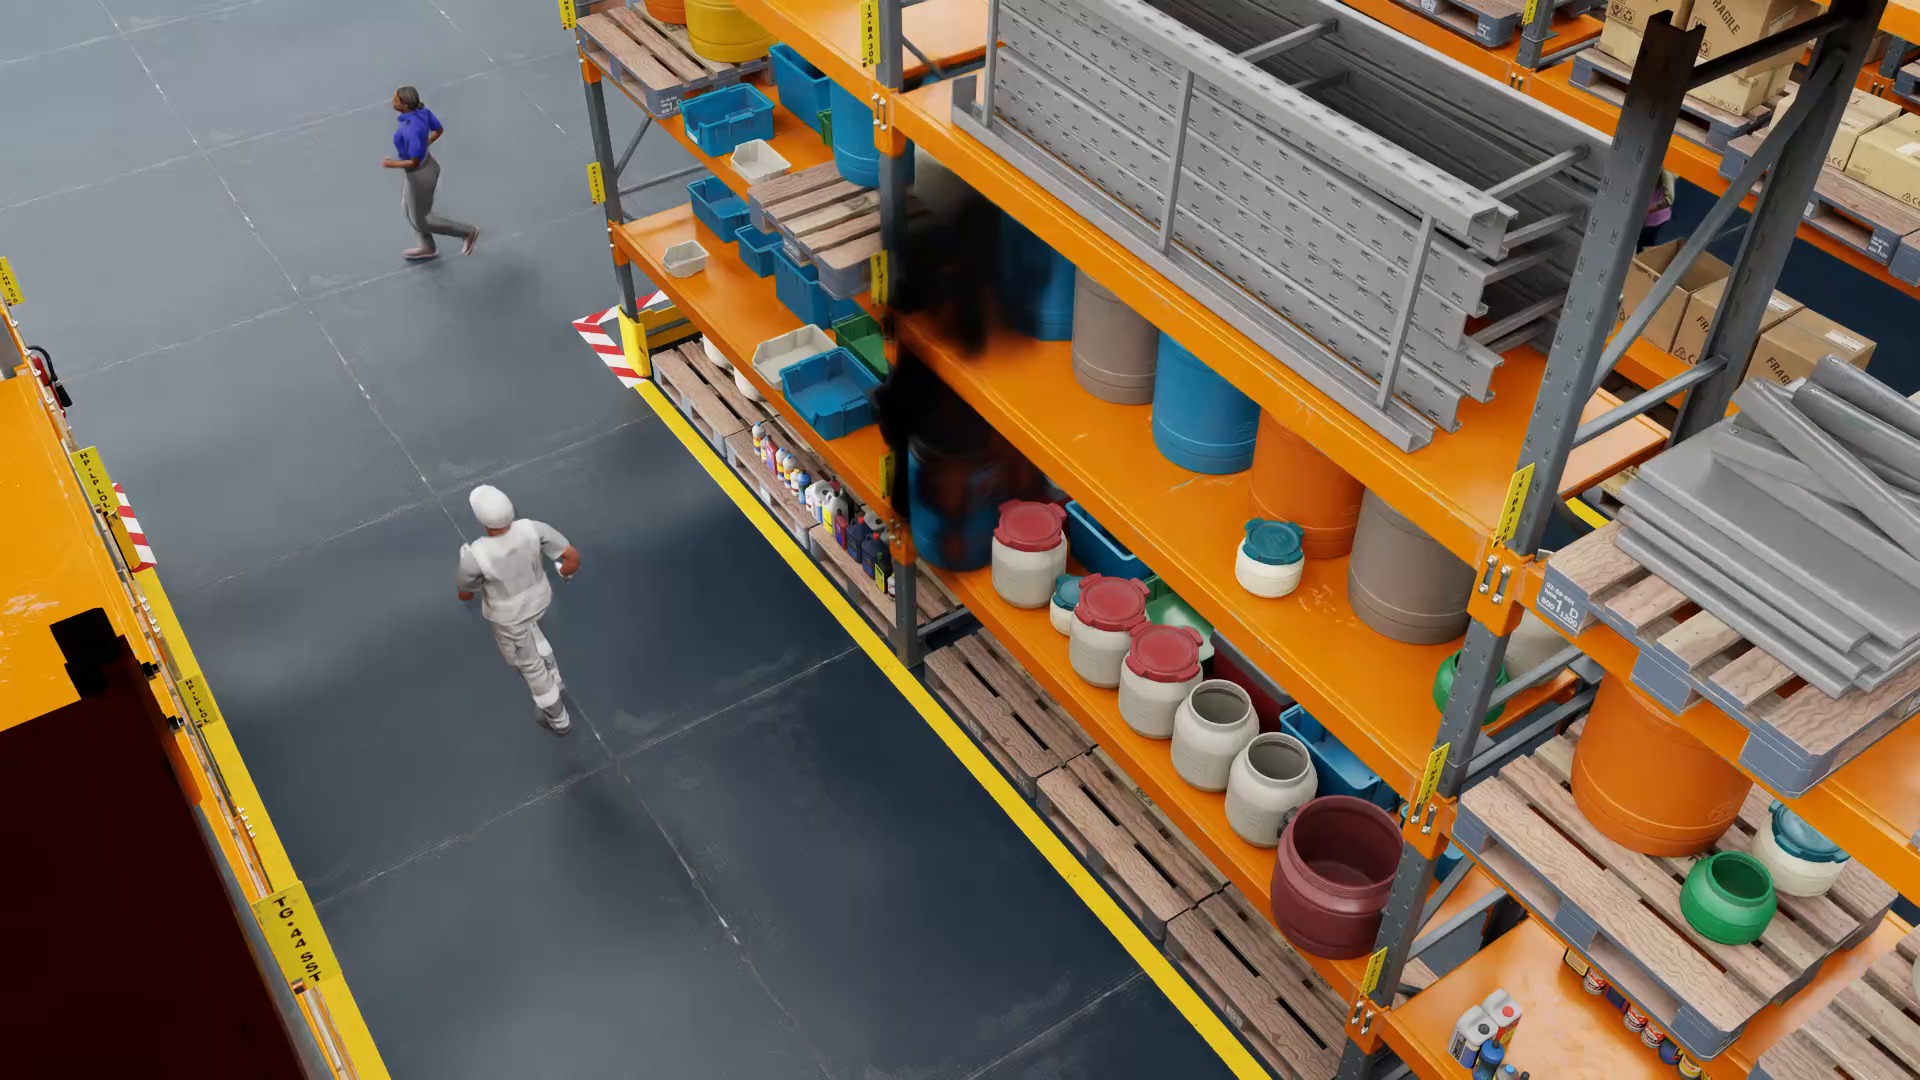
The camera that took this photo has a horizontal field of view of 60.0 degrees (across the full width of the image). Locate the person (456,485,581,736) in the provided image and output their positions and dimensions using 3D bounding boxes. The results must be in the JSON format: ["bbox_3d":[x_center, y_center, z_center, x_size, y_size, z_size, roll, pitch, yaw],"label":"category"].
[{"bbox_3d":[-2.575,0.371,9.634,0.681,1.825,0.648,32,51,30],"label":"person"}]

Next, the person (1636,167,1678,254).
[{"bbox_3d":[5.556,-2.574,13.369,0.877,1.605,0.538,33,52,31],"label":"person"}]

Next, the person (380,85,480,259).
[{"bbox_3d":[-4.474,-3.056,13.889,0.705,1.612,0.584,0,43,0],"label":"person"}]
